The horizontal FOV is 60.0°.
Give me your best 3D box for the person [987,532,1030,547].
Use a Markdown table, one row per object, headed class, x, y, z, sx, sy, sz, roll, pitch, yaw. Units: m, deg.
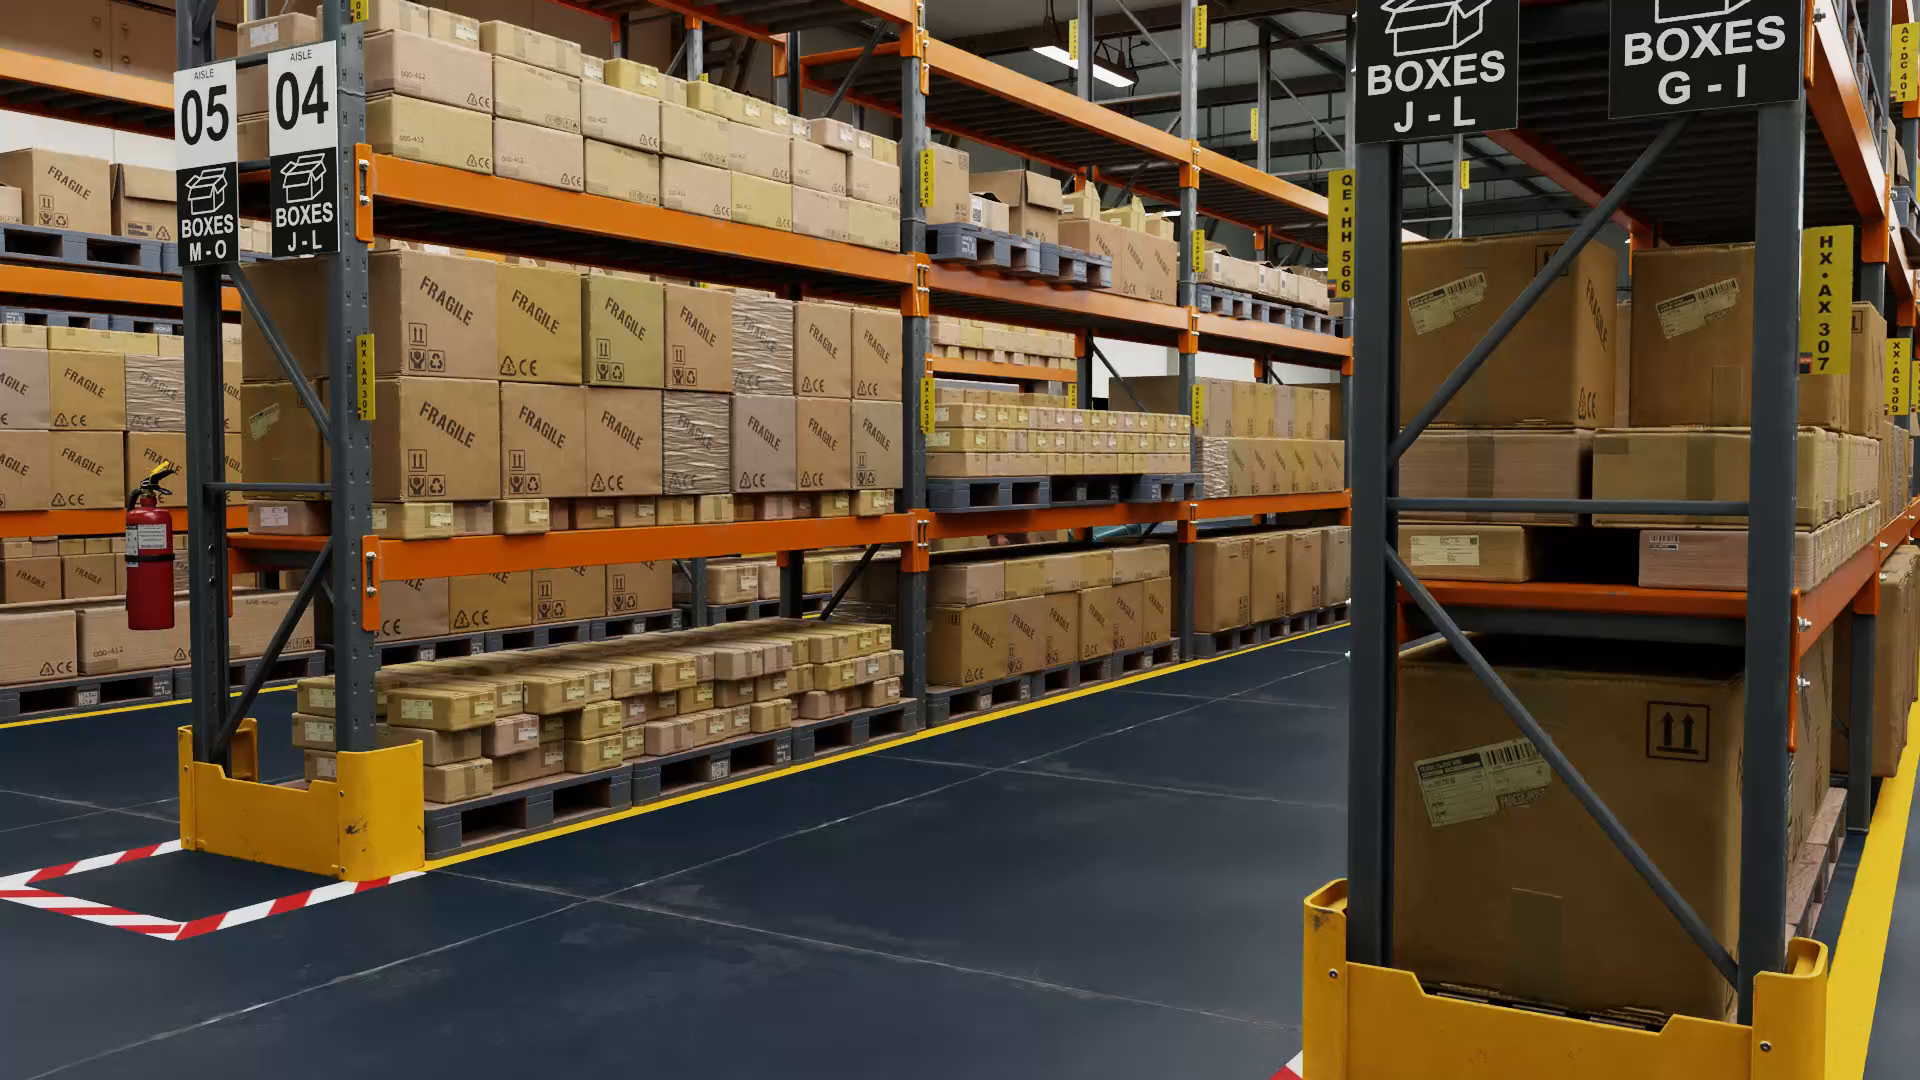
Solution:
| class | x | y | z | sx | sy | sz | roll | pitch | yaw |
| --- | --- | --- | --- | --- | --- | --- | --- | --- | --- |
| person | 0.466 | -0.005 | 15.729 | 0.412 | 1.720 | 0.585 | 2 | 3 | 30 |
